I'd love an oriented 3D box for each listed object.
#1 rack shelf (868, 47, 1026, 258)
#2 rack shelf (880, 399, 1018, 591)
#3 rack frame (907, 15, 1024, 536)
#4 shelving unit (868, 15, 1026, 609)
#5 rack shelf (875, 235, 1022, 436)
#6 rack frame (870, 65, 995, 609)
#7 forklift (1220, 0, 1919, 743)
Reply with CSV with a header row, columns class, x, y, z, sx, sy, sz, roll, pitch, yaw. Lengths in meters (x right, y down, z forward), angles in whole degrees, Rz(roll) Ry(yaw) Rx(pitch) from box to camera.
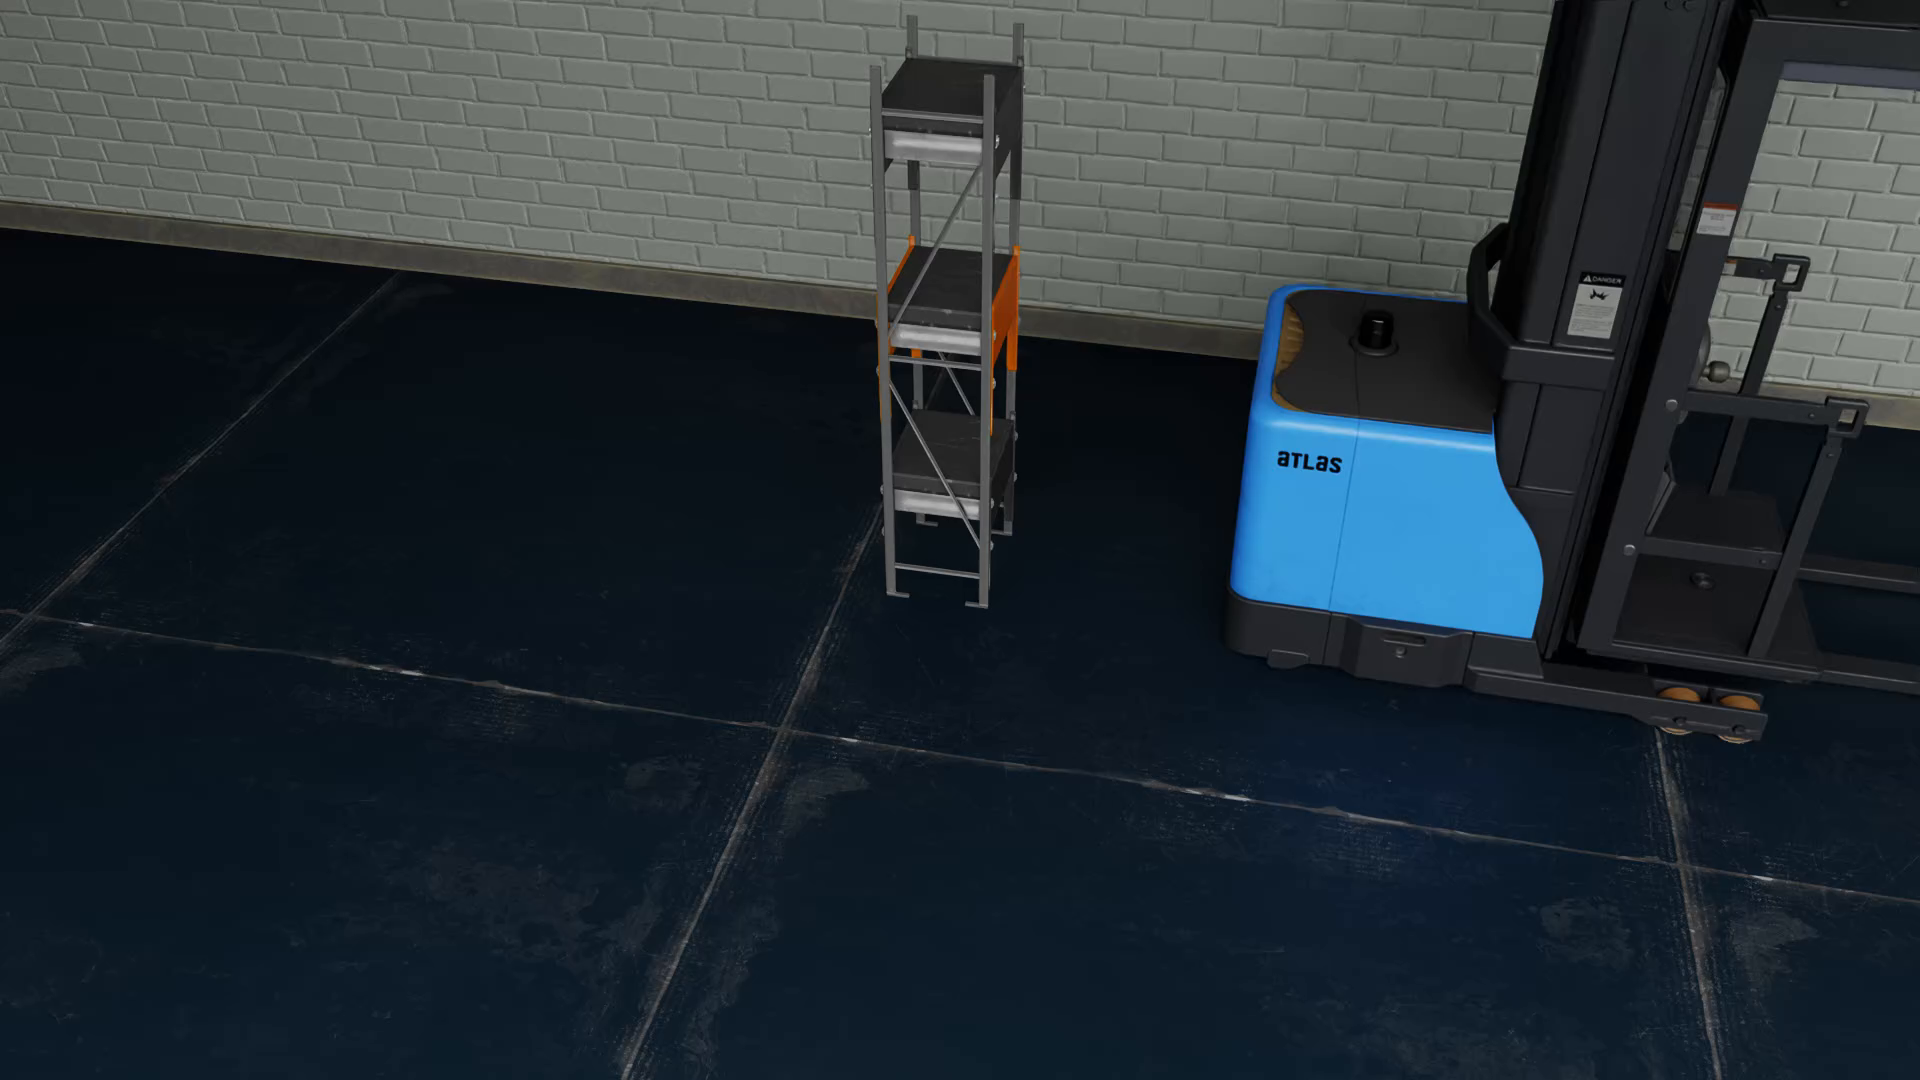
class,x,y,z,sx,sy,sz,roll,pitch,yaw
rack shelf,-0.035,-1.311,5.600,0.431,0.518,0.480,7,37,10
rack shelf,-0.035,-0.177,6.422,0.431,0.518,0.480,7,37,10
rack frame,0.017,-0.895,6.196,0.400,2.100,0.015,7,37,10
shelving unit,-0.035,-0.755,6.003,0.431,2.100,0.503,7,37,10
rack shelf,-0.035,-0.744,6.011,0.431,0.518,0.480,7,37,10
rack frame,-0.087,-0.615,5.810,0.400,2.100,0.015,7,37,10
forklift,2.532,-0.825,5.391,3.031,2.935,1.130,8,37,10
